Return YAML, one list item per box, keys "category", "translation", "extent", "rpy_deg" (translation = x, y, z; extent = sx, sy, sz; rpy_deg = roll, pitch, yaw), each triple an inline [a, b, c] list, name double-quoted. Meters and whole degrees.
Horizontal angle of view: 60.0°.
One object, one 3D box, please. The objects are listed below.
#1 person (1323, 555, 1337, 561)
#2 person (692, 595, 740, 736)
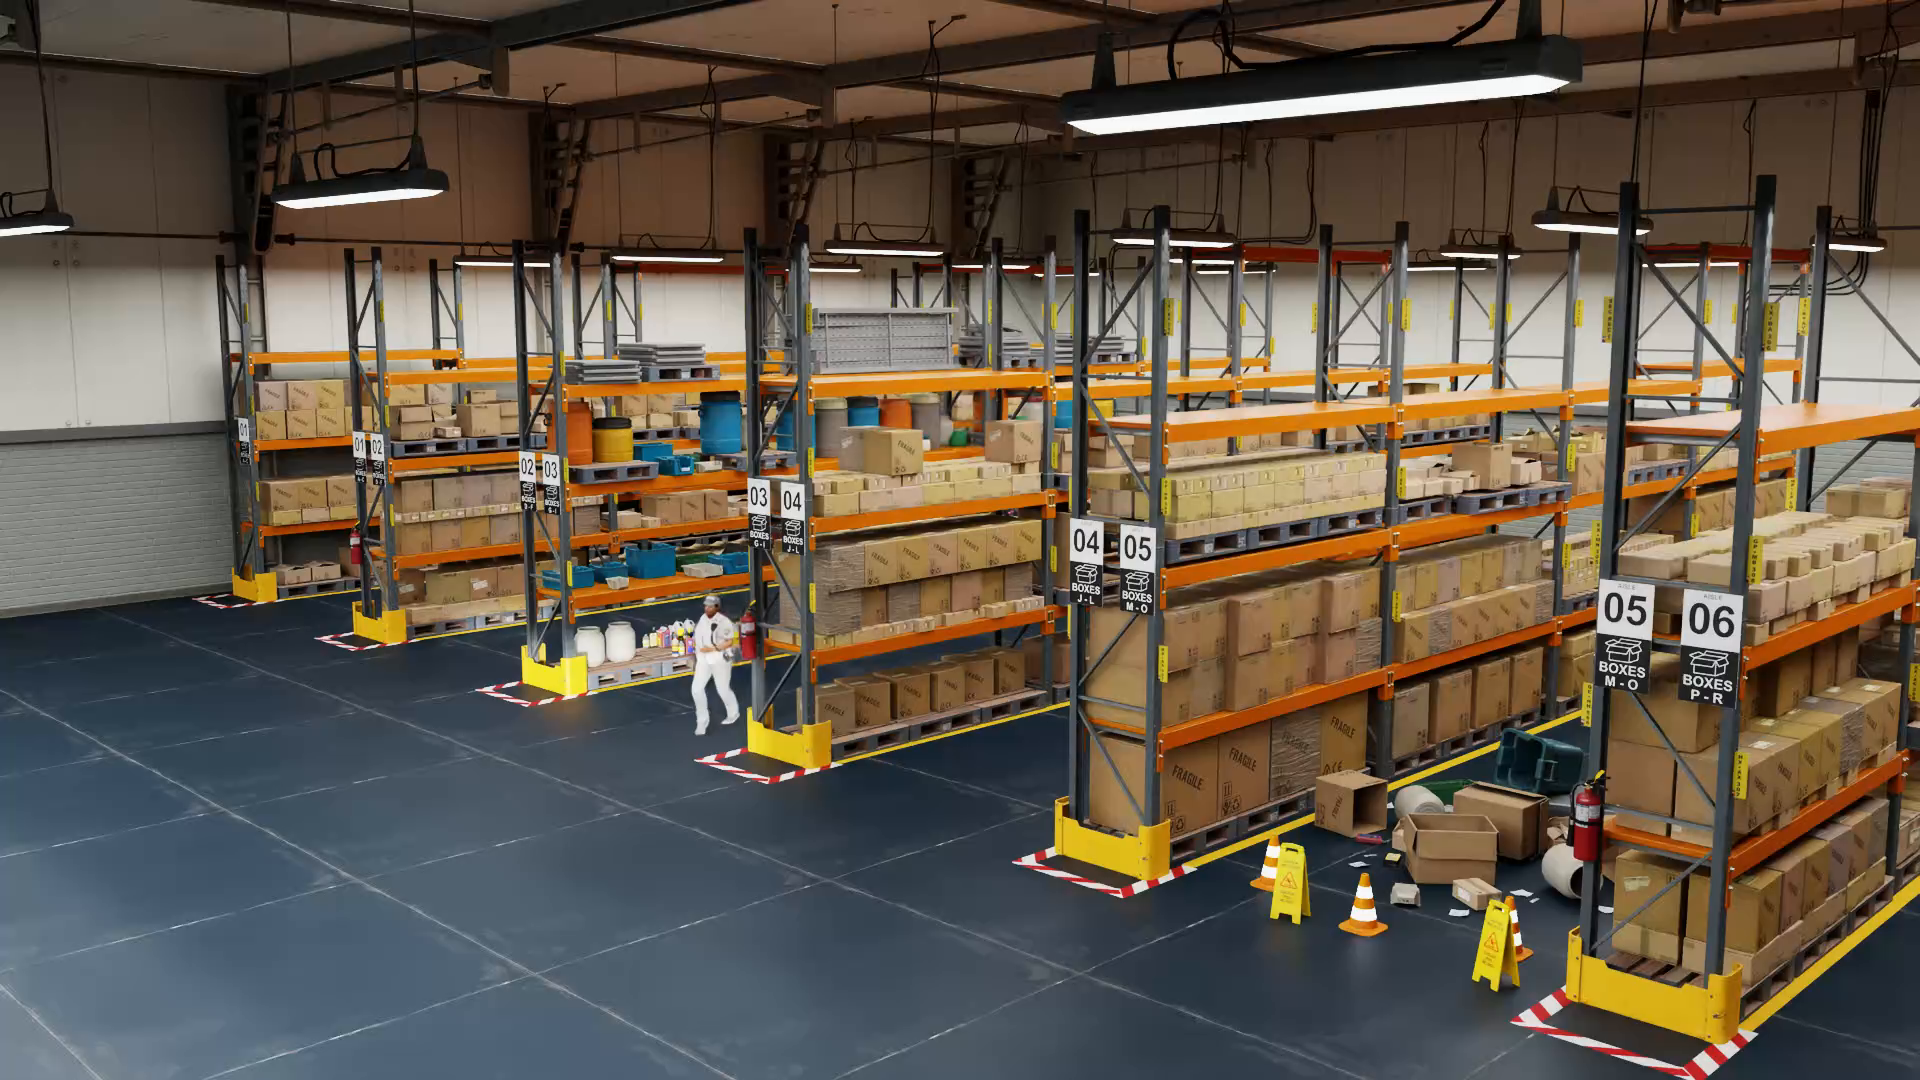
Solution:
- category: "person"
  translation: [5.162, 0.955, 23.408]
  extent: [0.700, 1.754, 0.989]
  rpy_deg: [6, 10, 38]
- category: "person"
  translation: [-2.962, 1.514, 20.186]
  extent: [0.581, 1.739, 0.751]
  rpy_deg: [4, 9, 27]
